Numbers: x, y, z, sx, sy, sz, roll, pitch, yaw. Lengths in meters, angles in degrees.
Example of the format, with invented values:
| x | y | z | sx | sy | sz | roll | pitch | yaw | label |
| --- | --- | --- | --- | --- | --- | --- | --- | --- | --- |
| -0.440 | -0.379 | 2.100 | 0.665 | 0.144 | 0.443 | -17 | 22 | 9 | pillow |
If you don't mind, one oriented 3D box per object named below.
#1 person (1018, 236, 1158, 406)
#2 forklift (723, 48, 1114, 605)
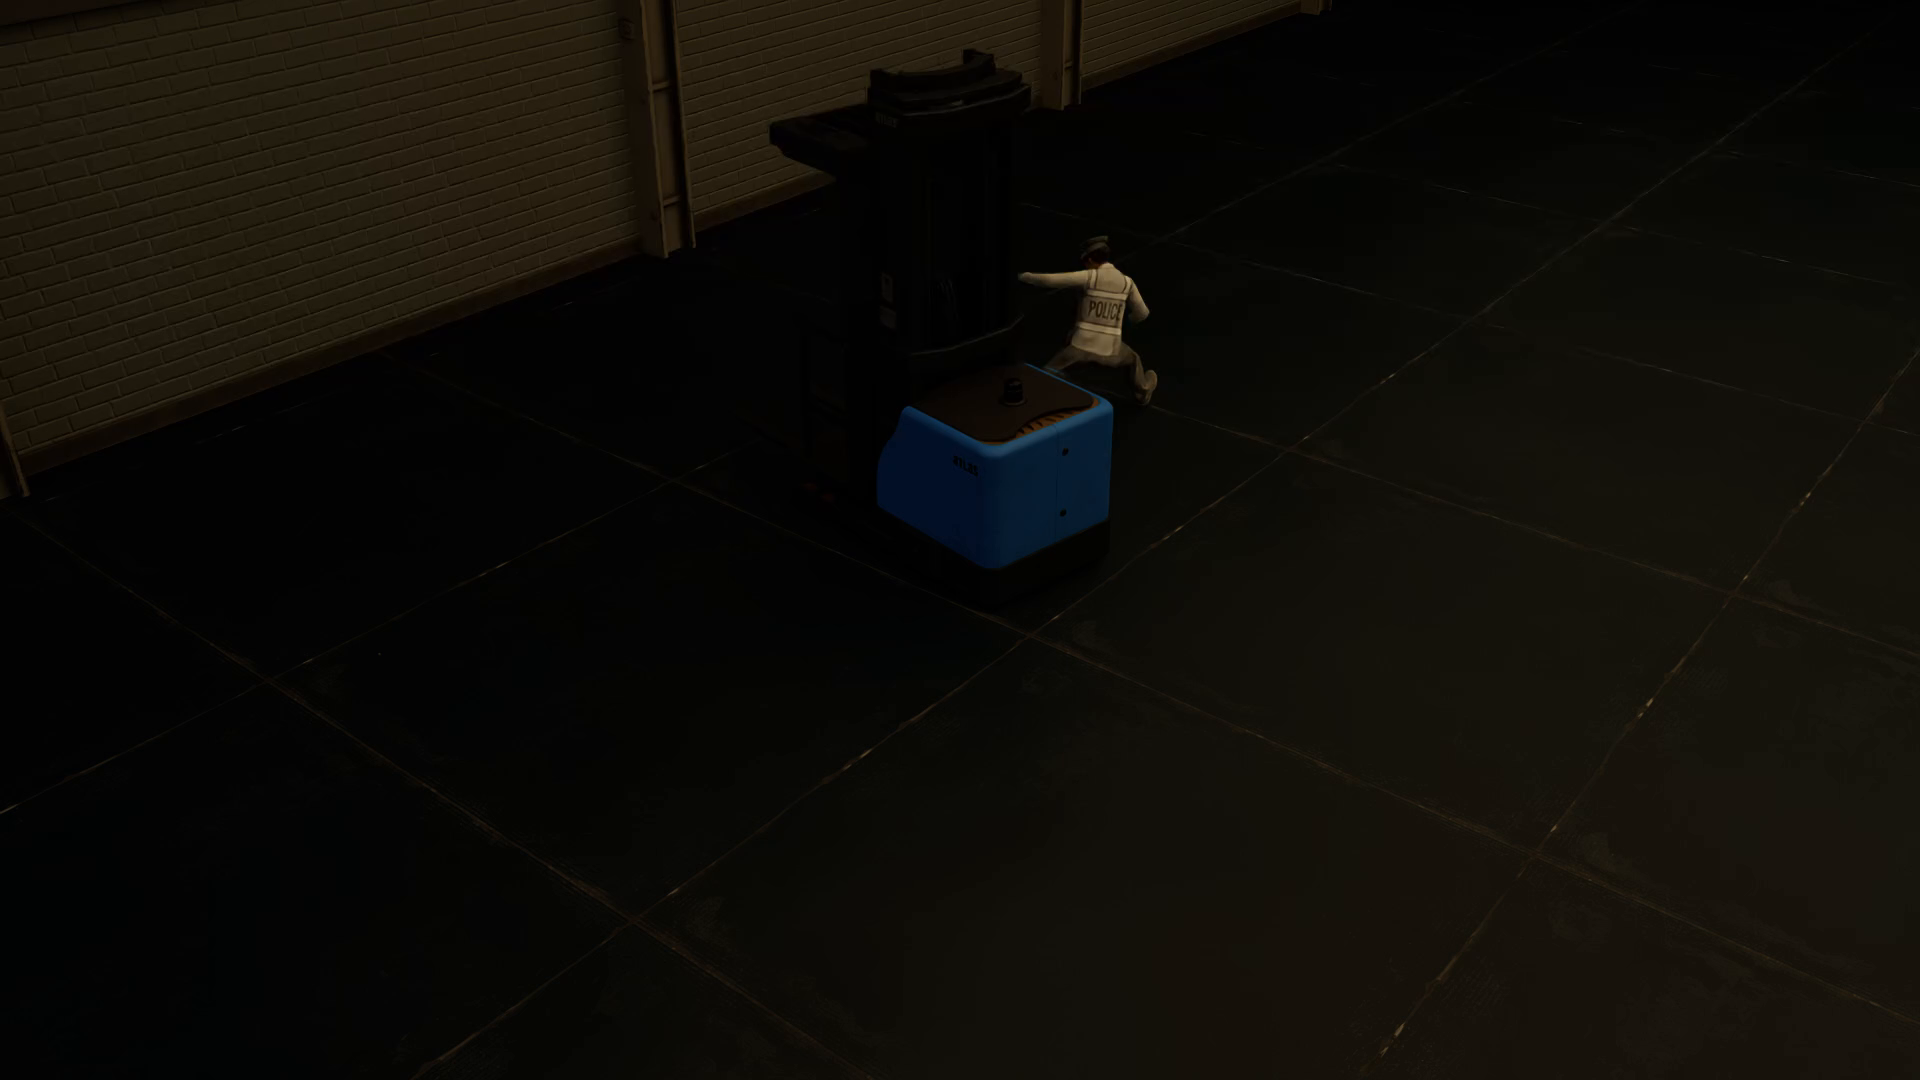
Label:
| x | y | z | sx | sy | sz | roll | pitch | yaw | label |
| --- | --- | --- | --- | --- | --- | --- | --- | --- | --- |
| 0.857 | -1.443 | 11.615 | 1.250 | 1.364 | 0.804 | -2 | 30 | -4 | person |
| -0.424 | -1.550 | 10.247 | 1.130 | 2.935 | 3.031 | -24 | 38 | -35 | forklift |
